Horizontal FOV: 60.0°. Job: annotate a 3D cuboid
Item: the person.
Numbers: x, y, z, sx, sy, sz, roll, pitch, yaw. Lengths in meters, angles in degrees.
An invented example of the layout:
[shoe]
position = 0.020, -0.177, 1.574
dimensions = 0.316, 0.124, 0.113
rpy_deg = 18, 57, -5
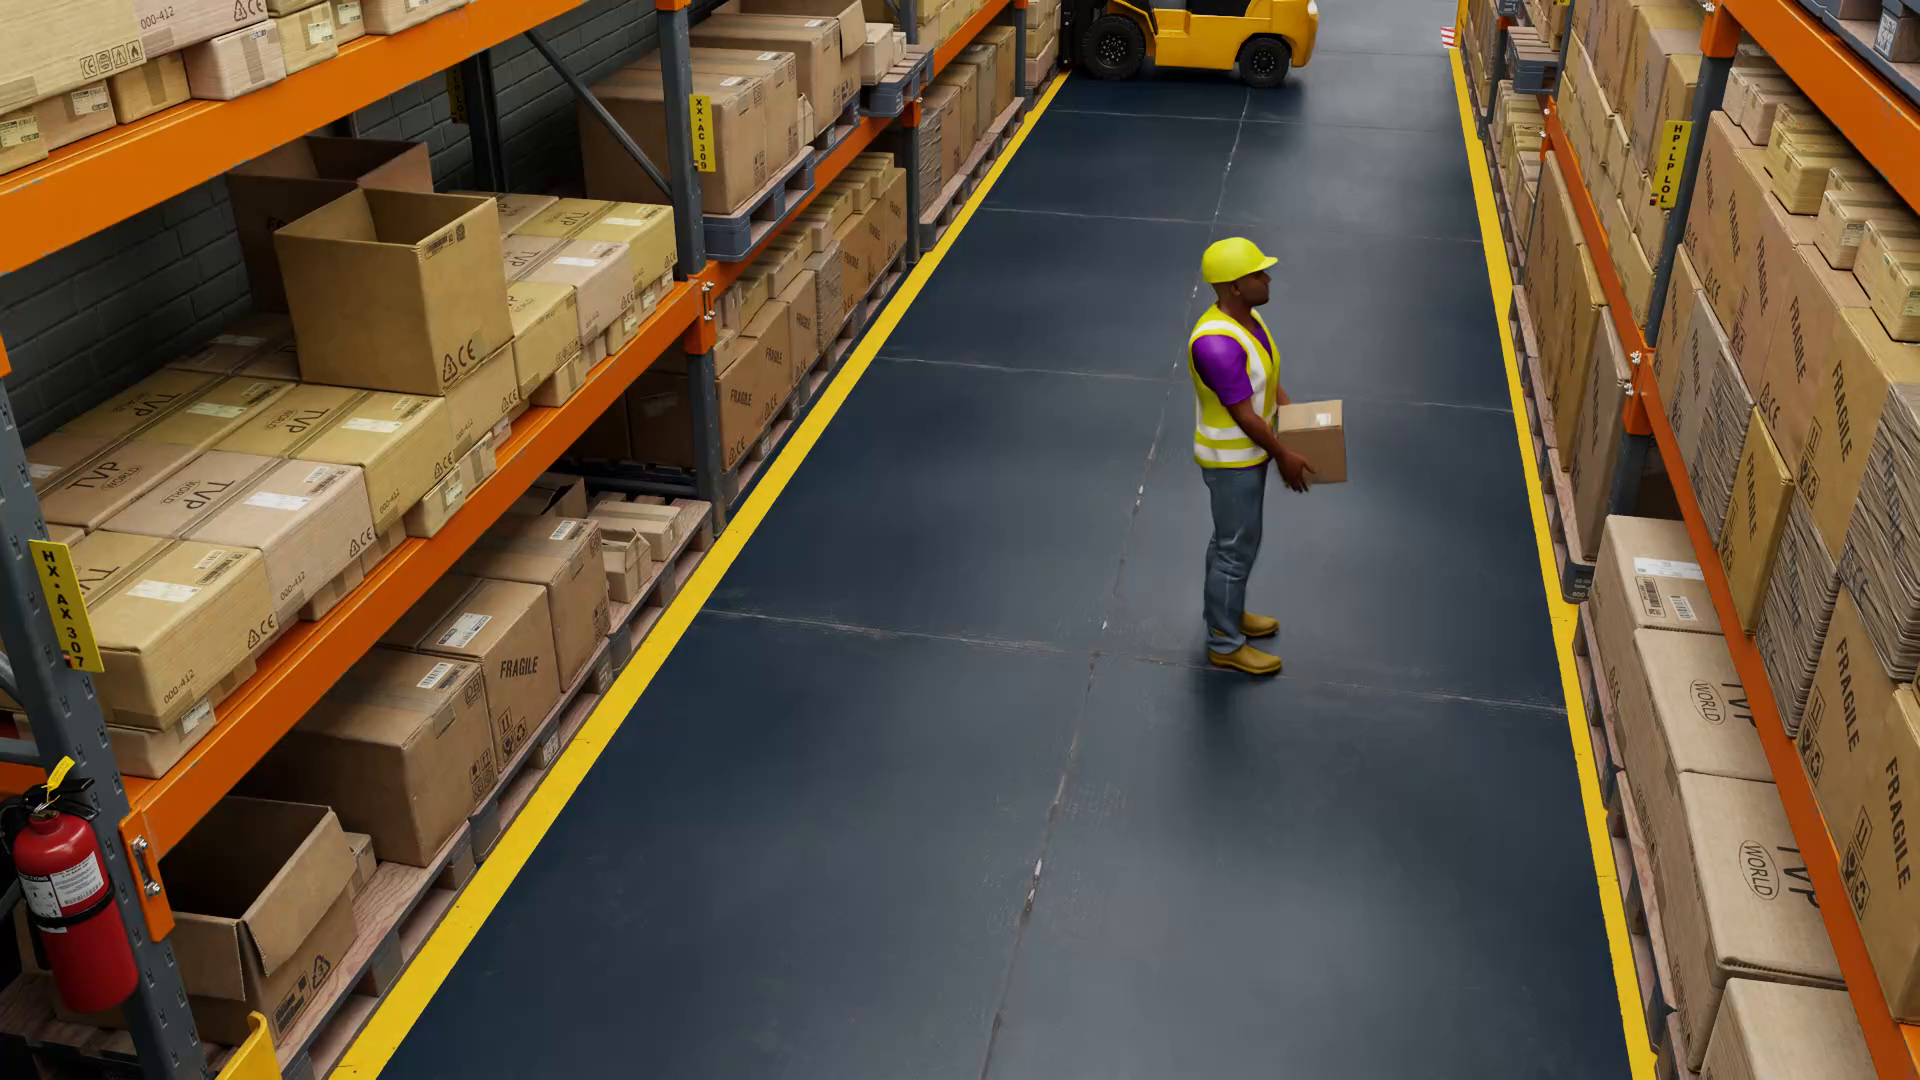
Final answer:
[person]
position = 1.190, -0.346, 6.732
dimensions = 0.551, 1.767, 0.529
rpy_deg = 9, 30, 16
